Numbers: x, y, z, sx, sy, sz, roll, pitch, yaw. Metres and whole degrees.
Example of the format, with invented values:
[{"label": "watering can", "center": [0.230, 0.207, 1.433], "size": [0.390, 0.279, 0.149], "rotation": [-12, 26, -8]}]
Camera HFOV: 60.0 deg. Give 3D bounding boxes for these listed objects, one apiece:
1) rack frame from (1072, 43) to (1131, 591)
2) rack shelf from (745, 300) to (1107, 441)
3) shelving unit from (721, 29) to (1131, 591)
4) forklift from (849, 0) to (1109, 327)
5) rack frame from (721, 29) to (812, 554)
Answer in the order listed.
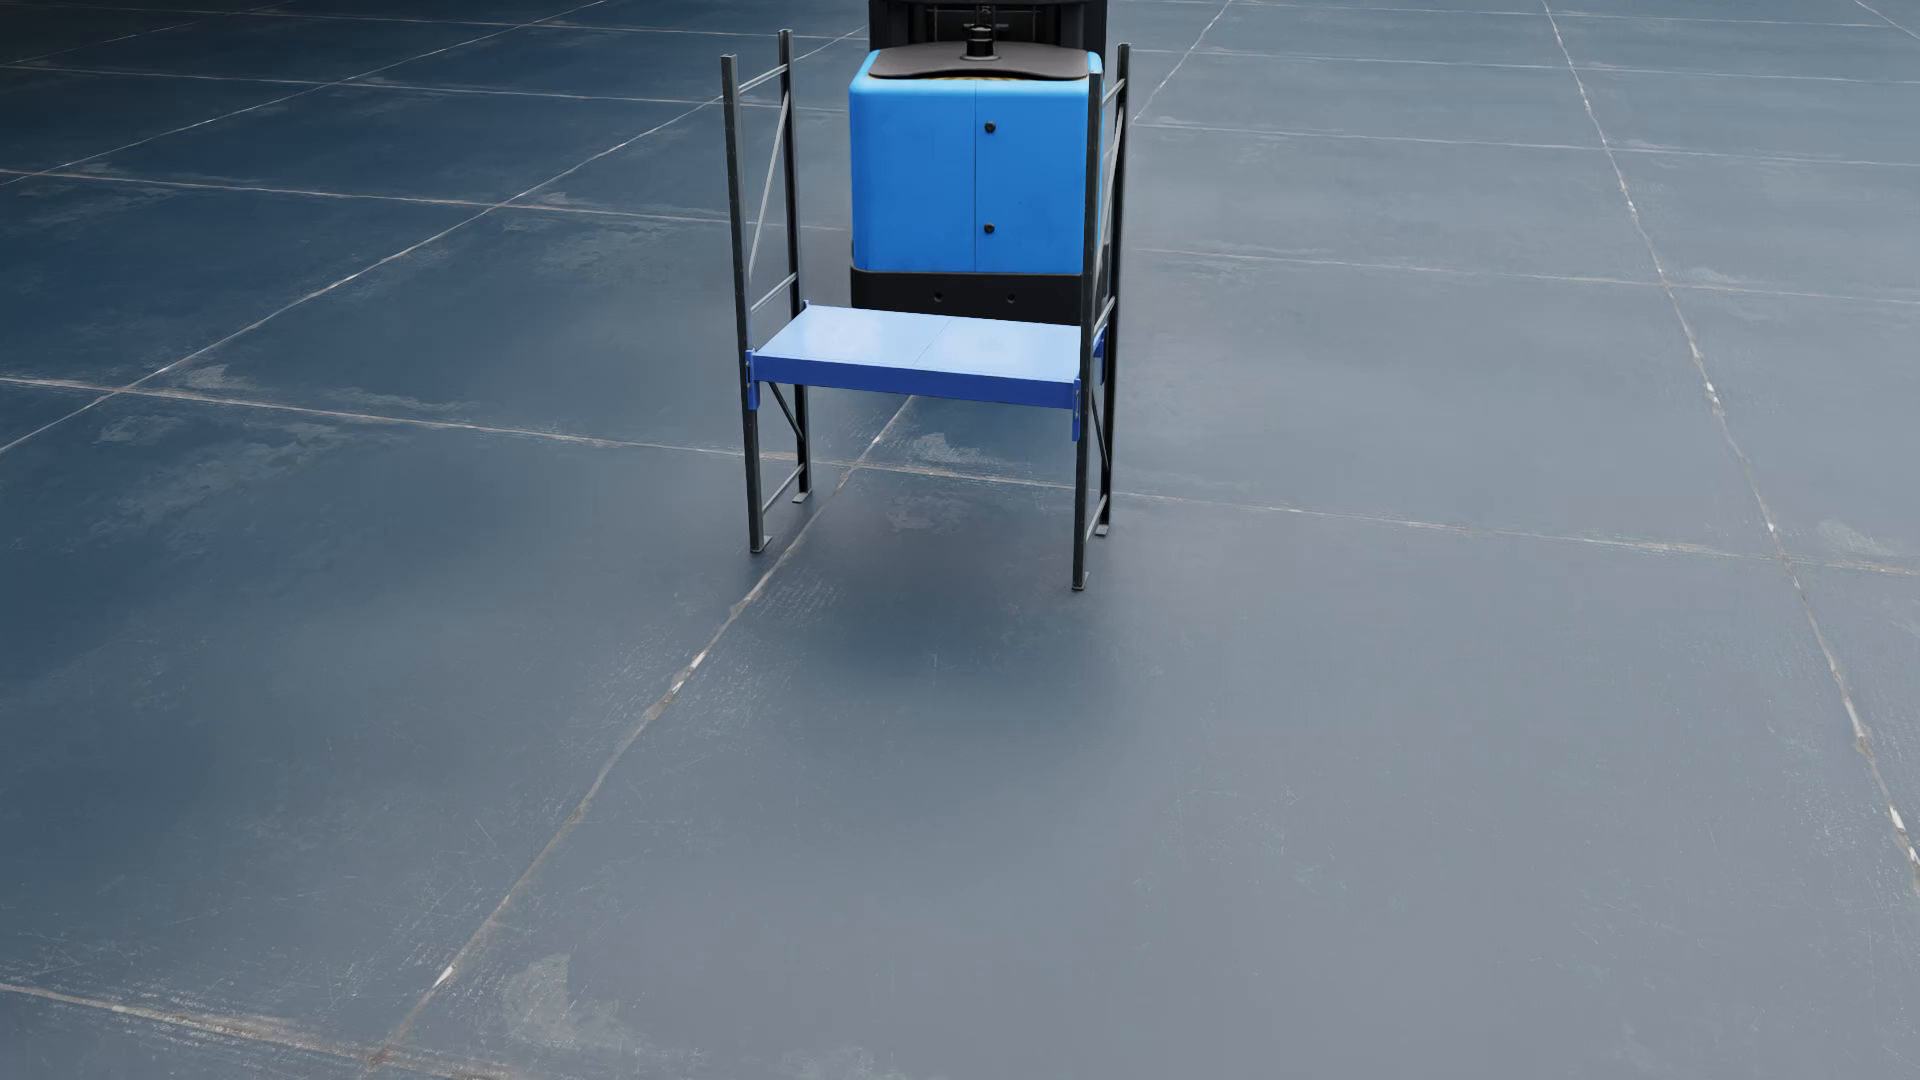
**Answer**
[{"label": "rack frame", "center": [0.410, -0.632, 4.832], "size": [0.032, 1.500, 0.500], "rotation": [6, 26, 13]}, {"label": "rack shelf", "center": [-0.083, -0.524, 5.024], "size": [1.000, 0.185, 0.538], "rotation": [6, 26, 13]}, {"label": "shelving unit", "center": [-0.083, -0.686, 4.947], "size": [1.048, 1.500, 0.538], "rotation": [6, 26, 13]}, {"label": "forklift", "center": [0.141, -2.786, 7.692], "size": [1.130, 2.935, 3.031], "rotation": [1, 25, 3]}, {"label": "rack frame", "center": [-0.575, -0.741, 5.061], "size": [0.032, 1.500, 0.500], "rotation": [6, 26, 13]}]
